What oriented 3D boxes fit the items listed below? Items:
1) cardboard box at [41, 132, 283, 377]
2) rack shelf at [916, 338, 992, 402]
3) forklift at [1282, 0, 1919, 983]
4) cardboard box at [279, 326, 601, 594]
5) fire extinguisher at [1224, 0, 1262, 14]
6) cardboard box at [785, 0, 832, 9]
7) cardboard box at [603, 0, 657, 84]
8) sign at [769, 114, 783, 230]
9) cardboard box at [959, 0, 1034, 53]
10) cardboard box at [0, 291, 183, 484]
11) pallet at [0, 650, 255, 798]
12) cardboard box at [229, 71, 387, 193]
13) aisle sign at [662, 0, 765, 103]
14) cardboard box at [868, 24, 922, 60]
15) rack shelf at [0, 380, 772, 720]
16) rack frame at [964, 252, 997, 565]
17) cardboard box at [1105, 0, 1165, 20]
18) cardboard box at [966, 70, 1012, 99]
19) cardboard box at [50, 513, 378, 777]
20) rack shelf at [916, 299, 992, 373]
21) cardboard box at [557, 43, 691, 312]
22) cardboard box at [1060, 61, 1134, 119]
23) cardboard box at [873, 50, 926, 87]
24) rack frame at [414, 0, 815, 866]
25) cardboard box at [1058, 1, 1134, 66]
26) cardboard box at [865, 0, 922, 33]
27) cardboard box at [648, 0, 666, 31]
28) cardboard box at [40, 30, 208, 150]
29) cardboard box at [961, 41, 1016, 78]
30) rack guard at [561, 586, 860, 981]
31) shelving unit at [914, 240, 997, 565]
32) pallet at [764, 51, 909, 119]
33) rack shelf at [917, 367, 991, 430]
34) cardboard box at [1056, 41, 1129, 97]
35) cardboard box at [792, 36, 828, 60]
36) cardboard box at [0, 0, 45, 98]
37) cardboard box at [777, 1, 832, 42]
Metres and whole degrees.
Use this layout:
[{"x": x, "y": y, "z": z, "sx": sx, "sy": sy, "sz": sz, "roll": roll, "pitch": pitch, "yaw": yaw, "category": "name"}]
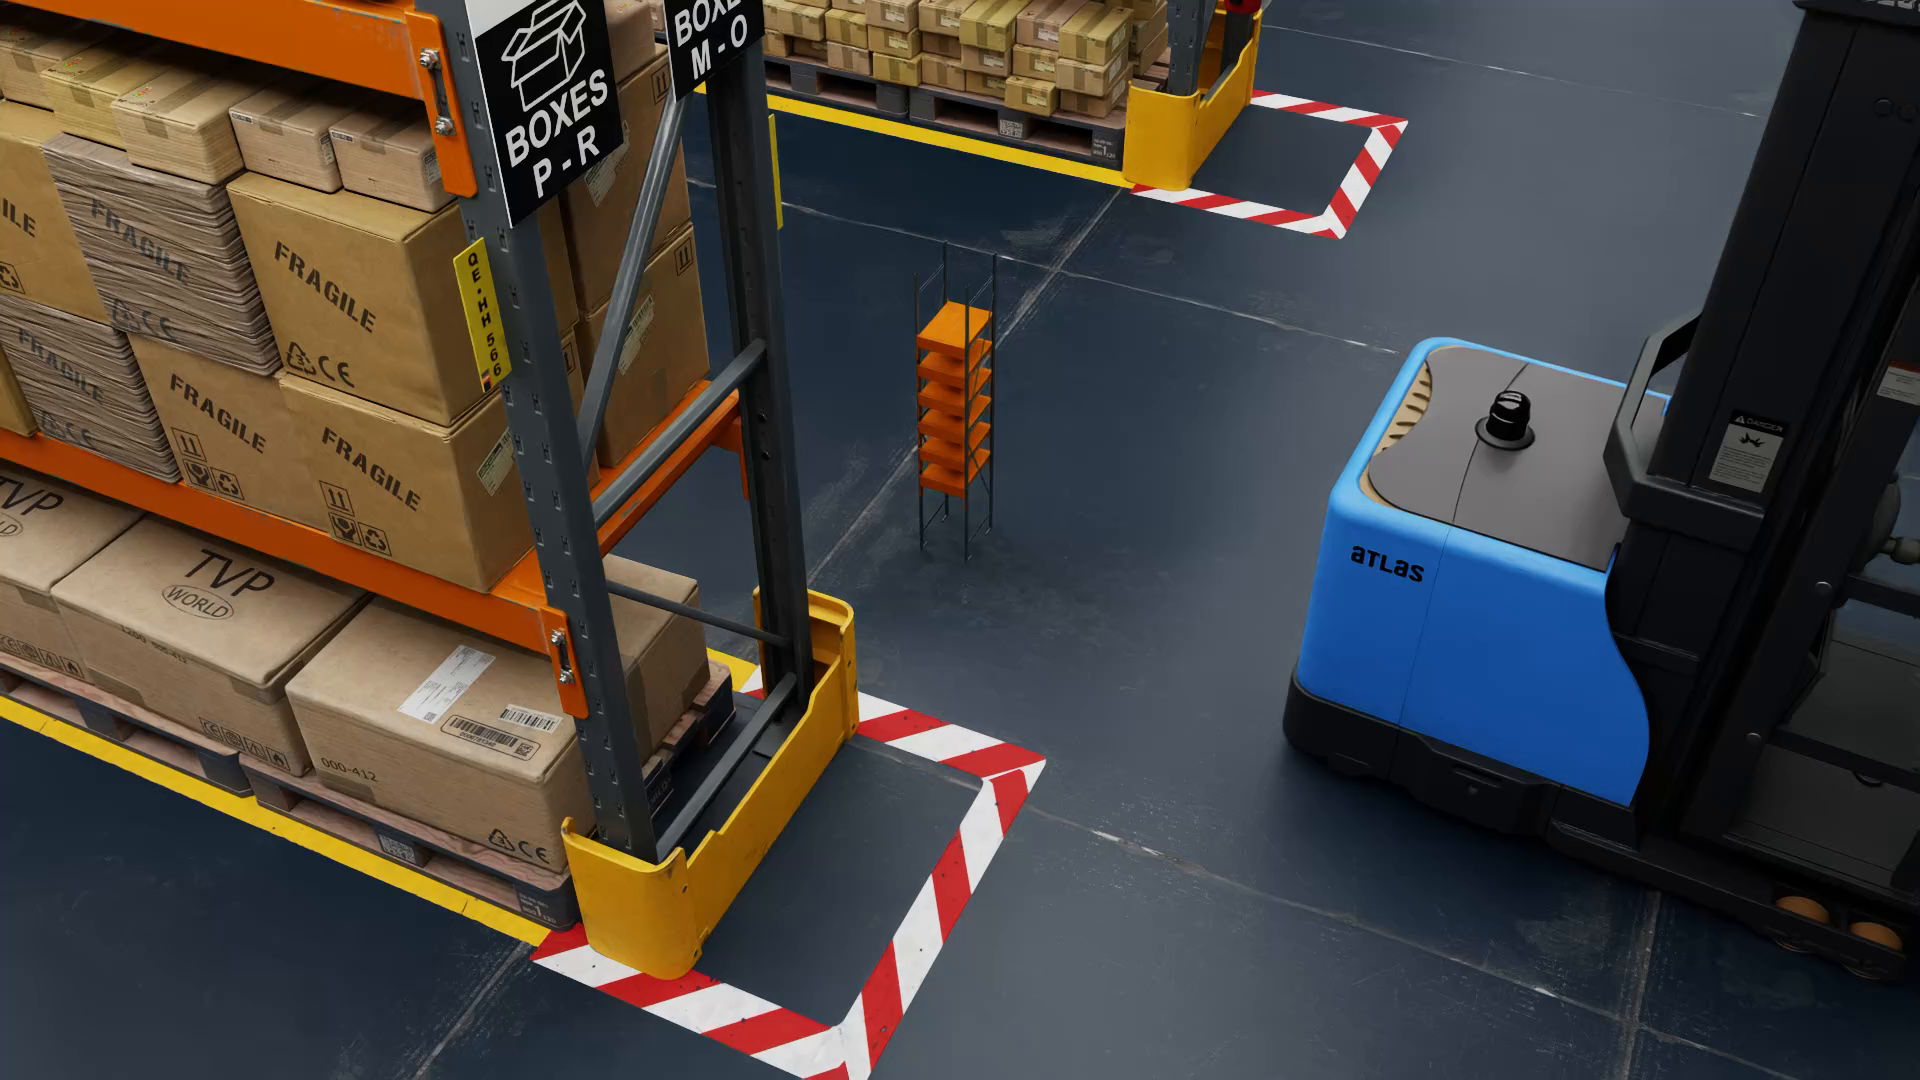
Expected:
[{"x": -1.761, "y": -0.787, "z": 4.028, "sx": 0.500, "sy": 0.500, "sz": 0.500, "roll": 17, "pitch": 44, "yaw": 19, "category": "cardboard box"}, {"x": -0.013, "y": -0.605, "z": 5.734, "sx": 0.180, "sy": 0.103, "sz": 0.258, "roll": 17, "pitch": 44, "yaw": 19, "category": "rack shelf"}, {"x": 2.600, "y": -0.246, "z": 4.296, "sx": 3.031, "sy": 2.935, "sz": 1.130, "roll": 19, "pitch": 44, "yaw": 21, "category": "forklift"}, {"x": -1.287, "y": -0.266, "z": 4.191, "sx": 0.500, "sy": 0.500, "sz": 0.500, "roll": 17, "pitch": 44, "yaw": 19, "category": "cardboard box"}, {"x": 1.297, "y": -2.704, "z": 7.424, "sx": 0.183, "sy": 0.674, "sz": 0.296, "roll": 17, "pitch": 44, "yaw": 19, "category": "fire extinguisher"}, {"x": -0.731, "y": -2.966, "z": 8.783, "sx": 0.250, "sy": 0.149, "sz": 0.380, "roll": 17, "pitch": 44, "yaw": 19, "category": "cardboard box"}, {"x": -0.942, "y": -1.175, "z": 3.981, "sx": 0.250, "sy": 0.149, "sz": 0.380, "roll": 18, "pitch": 44, "yaw": 20, "category": "cardboard box"}, {"x": -0.497, "y": -0.937, "z": 4.319, "sx": 0.005, "sy": 0.325, "sz": 0.100, "roll": 17, "pitch": 44, "yaw": 19, "category": "sign"}, {"x": 0.185, "y": -2.621, "z": 8.385, "sx": 0.250, "sy": 0.149, "sz": 0.380, "roll": 16, "pitch": 43, "yaw": 18, "category": "cardboard box"}, {"x": -2.205, "y": -0.551, "z": 4.519, "sx": 0.500, "sy": 0.500, "sz": 0.500, "roll": 18, "pitch": 44, "yaw": 20, "category": "cardboard box"}, {"x": -2.597, "y": 0.288, "z": 5.757, "sx": 1.213, "sy": 0.211, "sz": 1.003, "roll": 17, "pitch": 44, "yaw": 19, "category": "pallet"}, {"x": -1.388, "y": -0.949, "z": 3.720, "sx": 0.250, "sy": 0.149, "sz": 0.380, "roll": 18, "pitch": 44, "yaw": 19, "category": "cardboard box"}, {"x": -0.550, "y": -1.387, "z": 3.575, "sx": 0.004, "sy": 0.787, "sz": 0.394, "roll": 17, "pitch": 44, "yaw": 19, "category": "aisle sign"}, {"x": -0.282, "y": -2.667, "z": 8.666, "sx": 0.250, "sy": 0.149, "sz": 0.380, "roll": 18, "pitch": 44, "yaw": 19, "category": "cardboard box"}, {"x": -2.550, "y": -0.534, "z": 5.125, "sx": 4.000, "sy": 0.370, "sz": 1.077, "roll": 17, "pitch": 44, "yaw": 19, "category": "rack shelf"}, {"x": 0.070, "y": -0.432, "z": 5.832, "sx": 0.006, "sy": 1.200, "sz": 0.240, "roll": 17, "pitch": 44, "yaw": 19, "category": "rack frame"}, {"x": 0.933, "y": -2.871, "z": 8.674, "sx": 0.250, "sy": 0.149, "sz": 0.380, "roll": 15, "pitch": 43, "yaw": 17, "category": "cardboard box"}, {"x": 0.220, "y": -2.457, "z": 8.651, "sx": 0.250, "sy": 0.149, "sz": 0.380, "roll": 17, "pitch": 44, "yaw": 18, "category": "cardboard box"}, {"x": -2.211, "y": 0.185, "z": 5.381, "sx": 0.875, "sy": 0.438, "sz": 0.875, "roll": 18, "pitch": 44, "yaw": 20, "category": "cardboard box"}, {"x": -0.013, "y": -0.696, "z": 5.655, "sx": 0.180, "sy": 0.103, "sz": 0.258, "roll": 17, "pitch": 44, "yaw": 19, "category": "rack shelf"}, {"x": -1.052, "y": -0.970, "z": 4.239, "sx": 0.500, "sy": 0.500, "sz": 0.500, "roll": 16, "pitch": 43, "yaw": 18, "category": "cardboard box"}, {"x": 0.699, "y": -2.322, "z": 8.494, "sx": 0.250, "sy": 0.149, "sz": 0.380, "roll": 18, "pitch": 44, "yaw": 19, "category": "cardboard box"}, {"x": -0.267, "y": -2.551, "z": 8.759, "sx": 0.250, "sy": 0.149, "sz": 0.380, "roll": 15, "pitch": 43, "yaw": 17, "category": "cardboard box"}, {"x": -0.738, "y": -0.252, "z": 4.251, "sx": 0.127, "sy": 3.000, "sz": 1.000, "roll": 17, "pitch": 44, "yaw": 19, "category": "rack frame"}, {"x": 0.677, "y": -2.521, "z": 8.270, "sx": 0.250, "sy": 0.149, "sz": 0.380, "roll": 17, "pitch": 44, "yaw": 19, "category": "cardboard box"}, {"x": -0.290, "y": -2.771, "z": 8.559, "sx": 0.250, "sy": 0.149, "sz": 0.380, "roll": 19, "pitch": 44, "yaw": 20, "category": "cardboard box"}, {"x": -1.679, "y": -3.004, "z": 9.282, "sx": 0.250, "sy": 0.149, "sz": 0.380, "roll": 17, "pitch": 44, "yaw": 18, "category": "cardboard box"}, {"x": -1.868, "y": -1.065, "z": 3.854, "sx": 0.250, "sy": 0.149, "sz": 0.380, "roll": 18, "pitch": 44, "yaw": 20, "category": "cardboard box"}, {"x": 0.193, "y": -2.532, "z": 8.510, "sx": 0.250, "sy": 0.149, "sz": 0.380, "roll": 15, "pitch": 43, "yaw": 17, "category": "cardboard box"}, {"x": -0.716, "y": 0.699, "z": 5.062, "sx": 0.348, "sy": 0.500, "sz": 1.175, "roll": 17, "pitch": 44, "yaw": 19, "category": "rack guard"}, {"x": -0.013, "y": -0.457, "z": 5.862, "sx": 0.189, "sy": 1.200, "sz": 0.258, "roll": 17, "pitch": 44, "yaw": 19, "category": "shelving unit"}, {"x": -0.628, "y": -2.770, "z": 9.285, "sx": 1.213, "sy": 0.211, "sz": 1.003, "roll": 17, "pitch": 44, "yaw": 19, "category": "pallet"}, {"x": -0.013, "y": -0.514, "z": 5.812, "sx": 0.180, "sy": 0.103, "sz": 0.258, "roll": 17, "pitch": 44, "yaw": 19, "category": "rack shelf"}, {"x": 0.665, "y": -2.389, "z": 8.345, "sx": 0.250, "sy": 0.149, "sz": 0.380, "roll": 16, "pitch": 43, "yaw": 18, "category": "cardboard box"}, {"x": -0.704, "y": -2.753, "z": 8.992, "sx": 0.250, "sy": 0.149, "sz": 0.380, "roll": 18, "pitch": 44, "yaw": 20, "category": "cardboard box"}, {"x": -2.327, "y": -1.214, "z": 4.026, "sx": 0.250, "sy": 0.149, "sz": 0.380, "roll": 18, "pitch": 44, "yaw": 20, "category": "cardboard box"}, {"x": -0.767, "y": -2.809, "z": 8.830, "sx": 0.250, "sy": 0.149, "sz": 0.380, "roll": 17, "pitch": 44, "yaw": 19, "category": "cardboard box"}]
